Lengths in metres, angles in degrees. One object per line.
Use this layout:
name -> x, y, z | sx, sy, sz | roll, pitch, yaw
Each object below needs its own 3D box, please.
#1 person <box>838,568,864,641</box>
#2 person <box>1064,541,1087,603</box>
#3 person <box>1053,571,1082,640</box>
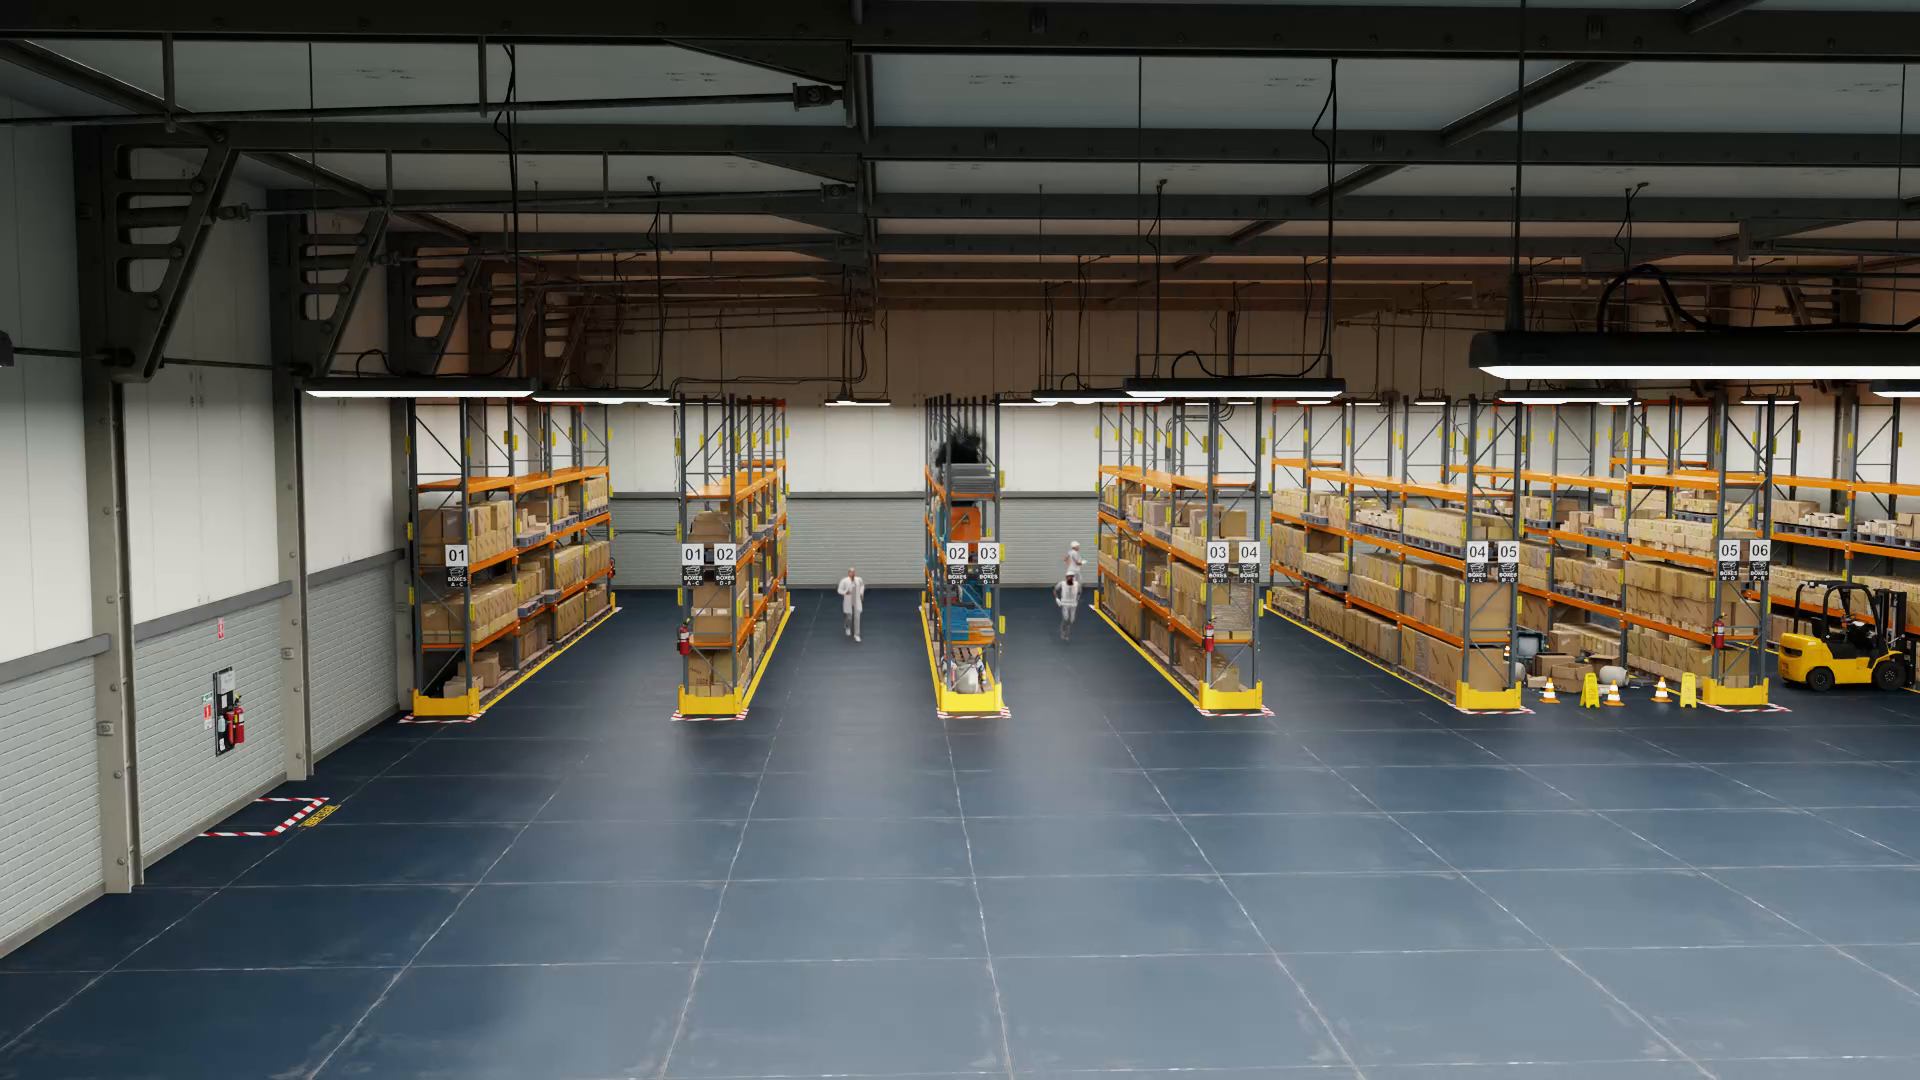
person -> -2.671, 1.568, 41.137 | 0.711, 1.782, 1.050 | -1, 5, -16
person -> 3.376, 0.969, 48.899 | 0.725, 1.858, 0.665 | 0, 5, -4
person -> 2.679, 1.619, 40.770 | 0.676, 1.732, 0.668 | -1, 5, -12
